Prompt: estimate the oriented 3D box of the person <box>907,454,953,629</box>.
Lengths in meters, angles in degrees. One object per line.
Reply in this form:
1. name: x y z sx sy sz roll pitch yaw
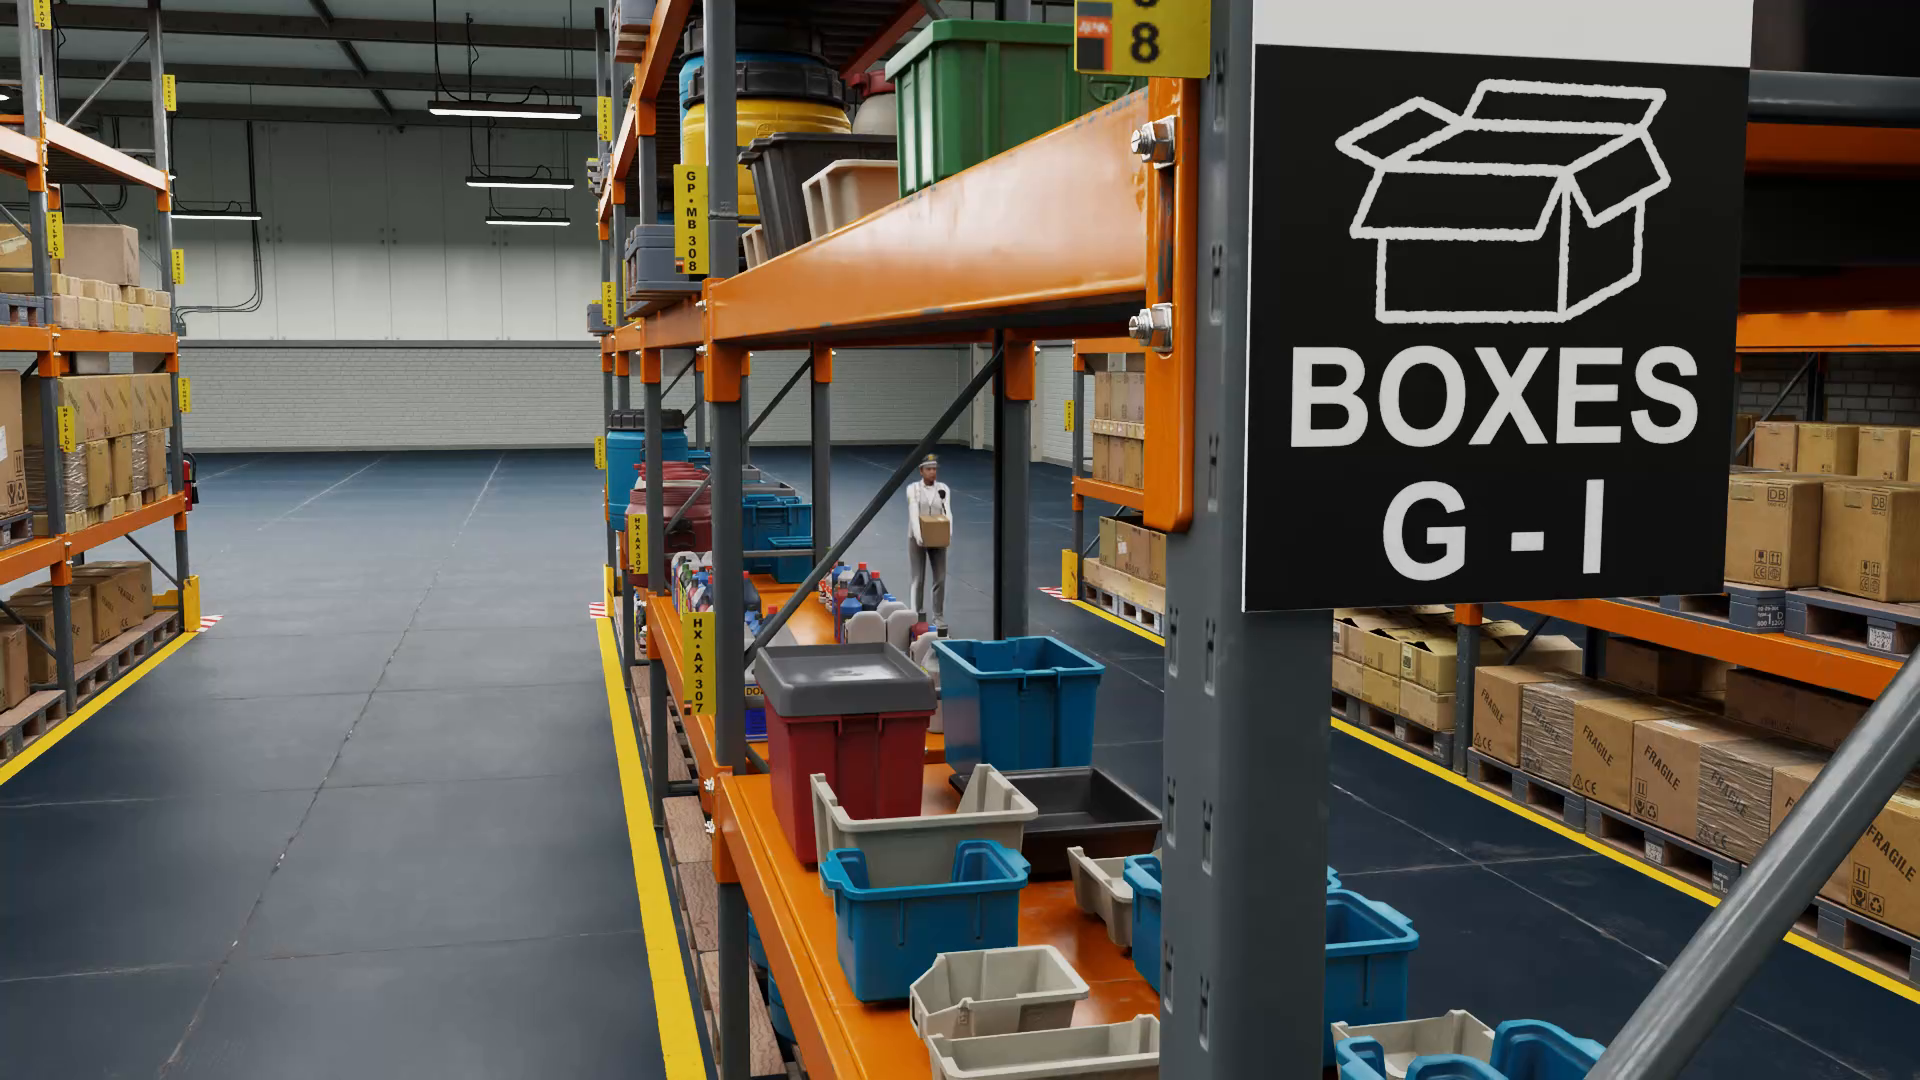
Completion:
1. person: -0.280 0.023 15.884 0.416 1.691 0.522 -2 6 -15
